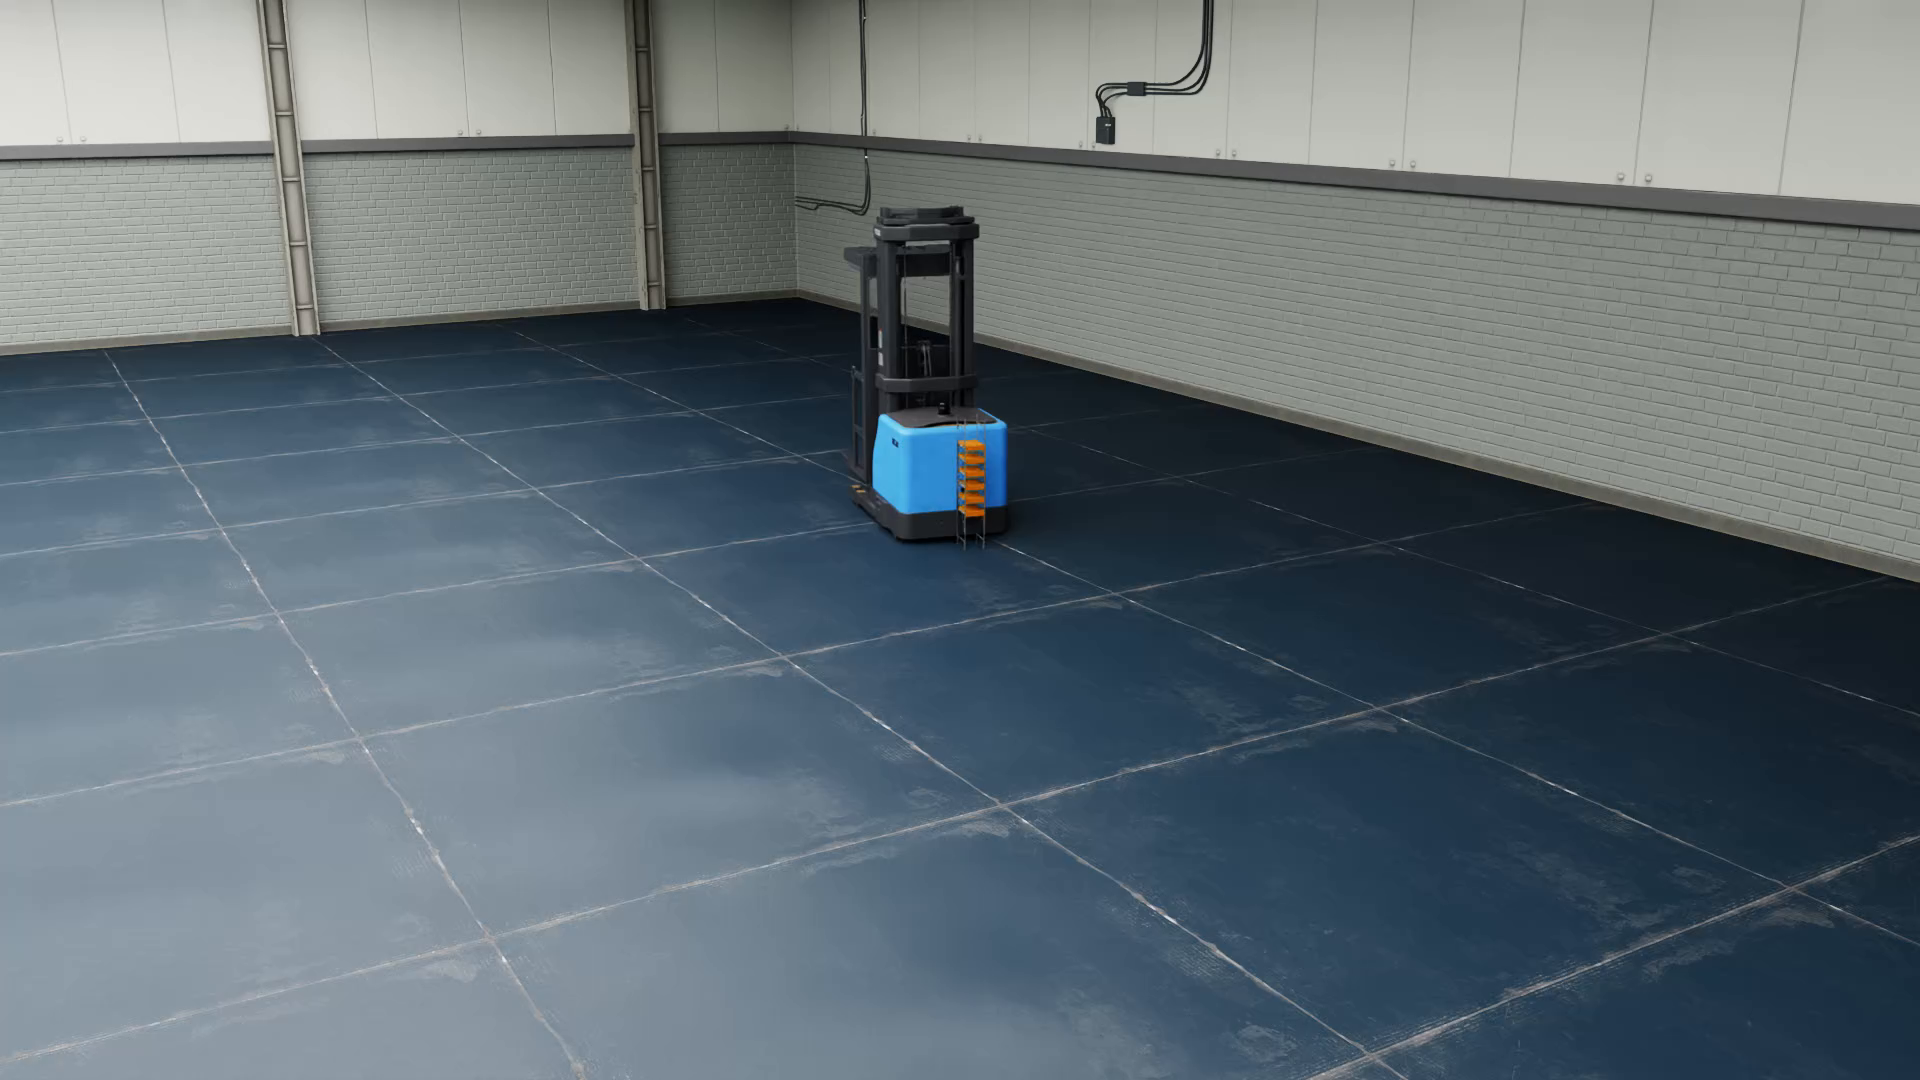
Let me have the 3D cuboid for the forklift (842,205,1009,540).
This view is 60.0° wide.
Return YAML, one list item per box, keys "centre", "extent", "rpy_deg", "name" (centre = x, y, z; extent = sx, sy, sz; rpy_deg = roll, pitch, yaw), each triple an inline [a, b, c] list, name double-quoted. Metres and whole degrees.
- centre: [-0.480, -1.770, 16.135]
  extent: [1.130, 2.935, 3.031]
  rpy_deg: [-5, 16, -17]
  name: "forklift"

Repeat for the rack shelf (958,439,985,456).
- centre: [0.100, -0.819, 14.778]
  extent: [0.180, 0.103, 0.258]
  rpy_deg: [-5, 17, -17]
  name: "rack shelf"

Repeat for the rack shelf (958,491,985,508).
- centre: [0.099, -0.358, 14.910]
  extent: [0.180, 0.103, 0.258]
  rpy_deg: [-5, 17, -17]
  name: "rack shelf"

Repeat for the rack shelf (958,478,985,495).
- centre: [0.099, -0.473, 14.877]
  extent: [0.180, 0.103, 0.258]
  rpy_deg: [-5, 17, -17]
  name: "rack shelf"

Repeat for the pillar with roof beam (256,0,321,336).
- centre: [-8.519, -6.718, 22.544]
  extent: [0.400, 9.000, 9.100]
  rpy_deg: [-9, 18, -30]
  name: "pillar with roof beam"

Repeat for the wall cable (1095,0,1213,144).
- centre: [2.489, -8.091, 21.140]
  extent: [0.169, 6.003, 2.305]
  rpy_deg: [-9, 18, -30]
  name: "wall cable"

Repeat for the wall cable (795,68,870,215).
- centre: [-2.386, -7.157, 29.861]
  extent: [0.112, 2.526, 3.097]
  rpy_deg: [-9, 18, -30]
  name: "wall cable"

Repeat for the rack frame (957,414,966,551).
- centre: [0.012, -0.508, 14.838]
  extent: [0.006, 1.200, 0.240]
  rpy_deg: [-5, 17, -17]
  name: "rack frame"

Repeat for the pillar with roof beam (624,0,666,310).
- centre: [-3.376, -7.552, 25.520]
  extent: [0.400, 9.000, 9.100]
  rpy_deg: [-9, 18, -30]
  name: "pillar with roof beam"

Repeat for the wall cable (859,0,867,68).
- centre: [-0.993, -8.963, 26.947]
  extent: [0.112, 2.526, 3.097]
  rpy_deg: [-9, 18, -30]
  name: "wall cable"

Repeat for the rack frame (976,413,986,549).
- centre: [0.187, -0.523, 14.891]
  extent: [0.006, 1.200, 0.240]
  rpy_deg: [-5, 17, -17]
  name: "rack frame"

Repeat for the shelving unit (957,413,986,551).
- centre: [0.100, -0.516, 14.865]
  extent: [0.189, 1.200, 0.258]
  rpy_deg: [-5, 17, -17]
  name: "shelving unit"

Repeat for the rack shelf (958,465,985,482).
- centre: [0.100, -0.589, 14.844]
  extent: [0.180, 0.103, 0.258]
  rpy_deg: [-5, 17, -17]
  name: "rack shelf"

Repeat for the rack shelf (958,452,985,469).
- centre: [0.100, -0.704, 14.811]
  extent: [0.180, 0.103, 0.258]
  rpy_deg: [-5, 17, -17]
  name: "rack shelf"

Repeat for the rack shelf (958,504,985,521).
- centre: [0.099, -0.242, 14.943]
  extent: [0.180, 0.103, 0.258]
  rpy_deg: [-5, 17, -17]
  name: "rack shelf"
